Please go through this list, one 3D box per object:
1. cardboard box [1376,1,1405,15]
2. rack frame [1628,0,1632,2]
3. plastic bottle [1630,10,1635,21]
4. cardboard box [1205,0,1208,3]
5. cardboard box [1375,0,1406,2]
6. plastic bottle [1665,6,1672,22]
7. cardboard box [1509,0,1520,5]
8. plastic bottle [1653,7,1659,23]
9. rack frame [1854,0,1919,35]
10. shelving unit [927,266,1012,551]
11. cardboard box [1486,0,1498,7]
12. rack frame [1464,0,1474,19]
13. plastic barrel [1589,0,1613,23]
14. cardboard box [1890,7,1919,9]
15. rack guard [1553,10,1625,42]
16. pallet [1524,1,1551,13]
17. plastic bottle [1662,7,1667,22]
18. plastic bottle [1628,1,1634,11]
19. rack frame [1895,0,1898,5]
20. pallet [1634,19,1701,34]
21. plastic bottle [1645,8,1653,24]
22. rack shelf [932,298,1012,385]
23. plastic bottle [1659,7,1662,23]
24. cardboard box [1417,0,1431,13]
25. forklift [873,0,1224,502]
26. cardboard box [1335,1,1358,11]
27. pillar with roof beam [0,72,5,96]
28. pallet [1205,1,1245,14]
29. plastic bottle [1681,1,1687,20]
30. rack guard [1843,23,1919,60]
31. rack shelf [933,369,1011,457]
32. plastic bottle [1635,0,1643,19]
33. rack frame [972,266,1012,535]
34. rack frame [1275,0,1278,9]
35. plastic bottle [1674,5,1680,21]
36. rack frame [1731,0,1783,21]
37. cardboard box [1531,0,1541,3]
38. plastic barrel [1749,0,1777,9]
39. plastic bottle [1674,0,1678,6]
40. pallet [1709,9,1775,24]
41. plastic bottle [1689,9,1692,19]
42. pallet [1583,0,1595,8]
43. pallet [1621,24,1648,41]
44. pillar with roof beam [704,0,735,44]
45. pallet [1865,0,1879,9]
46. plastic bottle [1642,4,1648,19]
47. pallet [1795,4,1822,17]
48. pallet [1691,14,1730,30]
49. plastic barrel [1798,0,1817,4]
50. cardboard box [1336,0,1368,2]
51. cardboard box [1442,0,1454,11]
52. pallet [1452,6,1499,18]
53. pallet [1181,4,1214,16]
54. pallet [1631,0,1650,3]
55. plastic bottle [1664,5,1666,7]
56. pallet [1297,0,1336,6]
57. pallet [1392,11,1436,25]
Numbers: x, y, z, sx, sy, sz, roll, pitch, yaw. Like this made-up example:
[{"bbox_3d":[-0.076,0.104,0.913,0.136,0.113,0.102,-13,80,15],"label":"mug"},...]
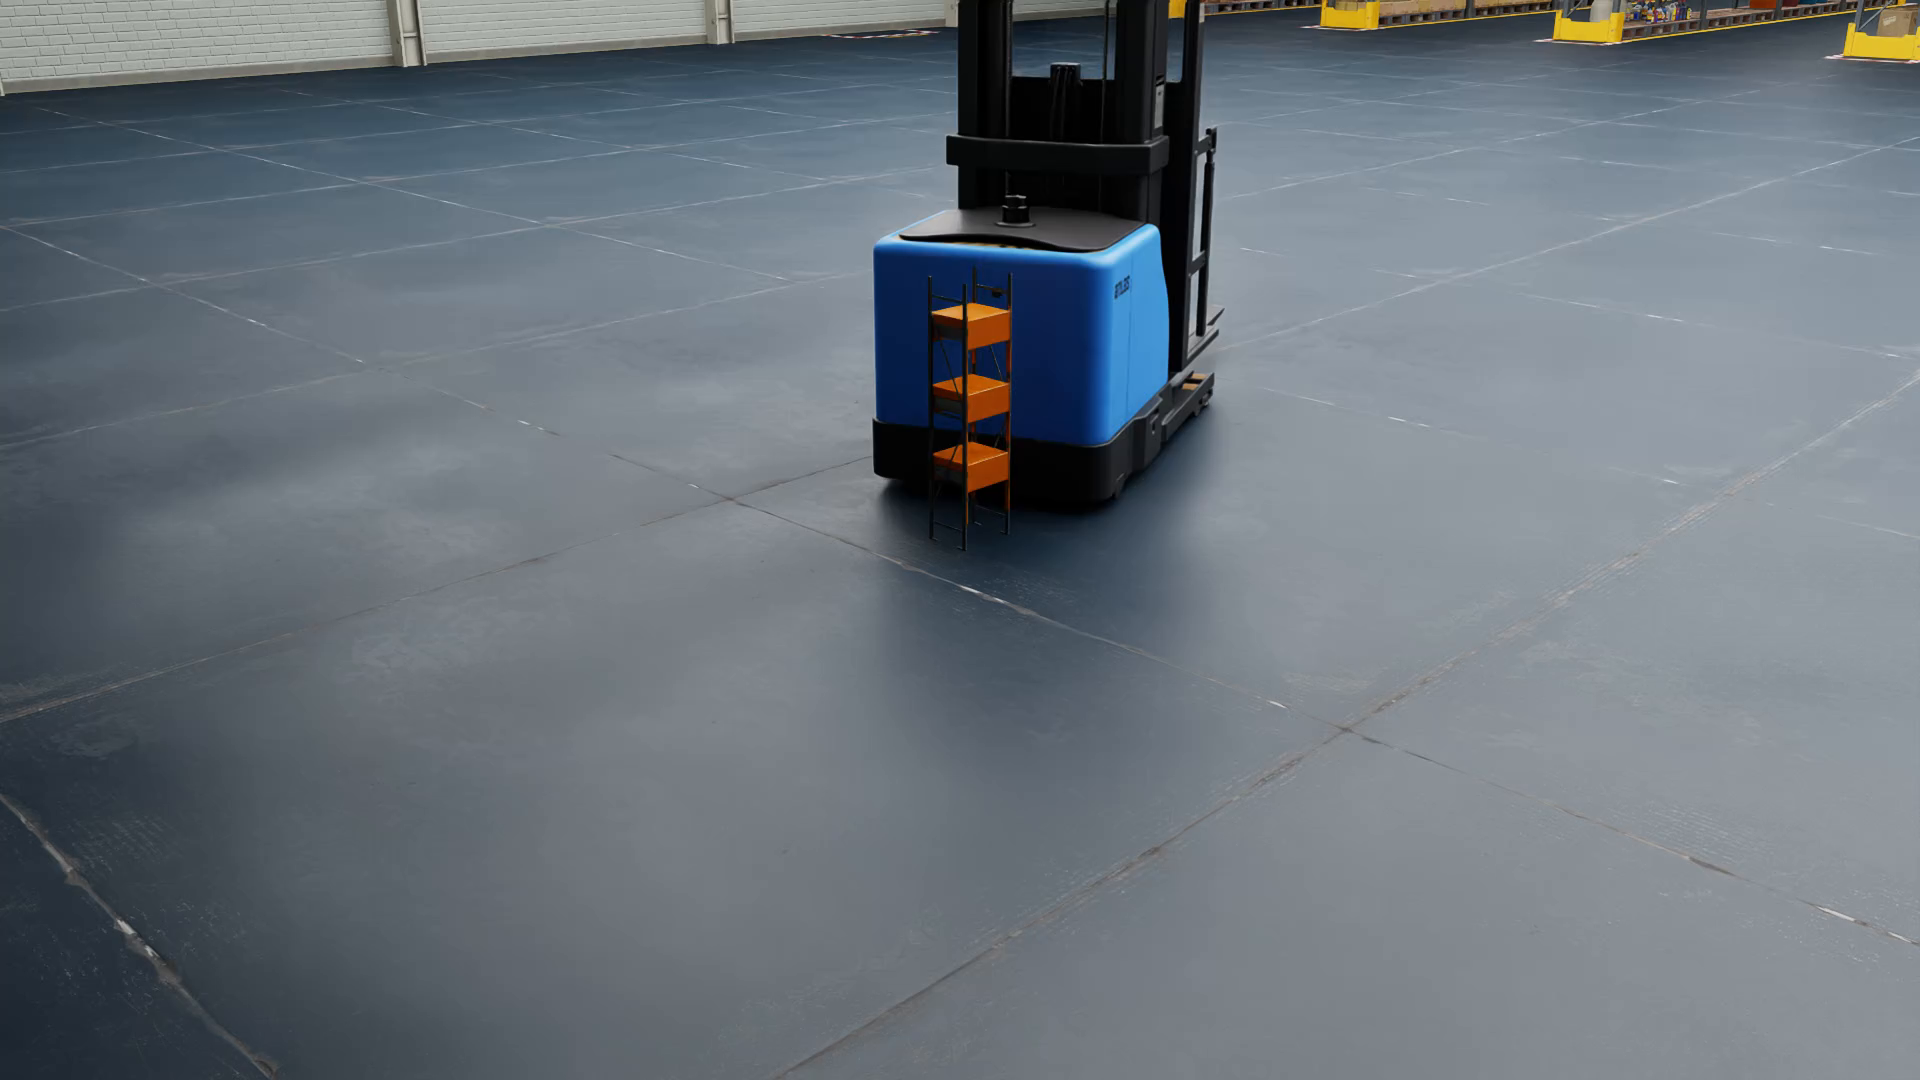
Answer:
[{"bbox_3d":[8.683,-10.803,33.746,0.500,0.250,0.500,19,28,41],"label":"cardboard box"},{"bbox_3d":[16.174,-14.763,40.803,1.000,3.000,0.127,19,28,41],"label":"rack frame"},{"bbox_3d":[12.838,-10.037,31.794,0.097,0.201,0.097,0,21,0],"label":"plastic bottle"},{"bbox_3d":[5.196,-12.169,37.190,0.500,0.311,0.500,-17,27,-38],"label":"cardboard box"},{"bbox_3d":[8.684,-11.152,33.611,0.500,0.500,0.500,19,28,41],"label":"cardboard box"},{"bbox_3d":[13.422,-9.989,31.566,0.135,0.276,0.152,-20,28,-41],"label":"plastic bottle"},{"bbox_3d":[12.125,-12.056,37.008,0.500,0.250,0.500,-20,28,-41],"label":"cardboard box"},{"bbox_3d":[13.008,-9.817,31.107,0.133,0.283,0.061,-20,28,-41],"label":"plastic bottle"},{"bbox_3d":[14.898,-9.198,26.325,1.000,3.000,0.127,19,28,41],"label":"rack frame"},{"bbox_3d":[0.037,-0.504,6.422,0.215,1.050,0.252,19,28,41],"label":"shelving unit"},{"bbox_3d":[11.410,-11.792,36.320,0.500,0.250,0.500,-19,28,-41],"label":"cardboard box"},{"bbox_3d":[10.593,-12.707,35.453,1.000,3.000,0.127,19,28,41],"label":"rack frame"},{"bbox_3d":[11.754,-9.661,30.411,0.421,0.512,0.421,0,21,0],"label":"plastic barrel"},{"bbox_3d":[15.738,-8.546,27.527,0.500,0.500,0.500,-12,24,-28],"label":"cardboard box"},{"bbox_3d":[11.369,-9.302,30.080,1.175,0.500,0.348,19,28,41],"label":"rack guard"},{"bbox_3d":[12.781,-12.231,38.103,1.003,0.211,1.213,19,28,41],"label":"pallet"},{"bbox_3d":[13.288,-9.924,31.402,0.097,0.271,0.097,0,21,0],"label":"plastic bottle"},{"bbox_3d":[12.851,-10.173,31.941,0.144,0.351,0.185,19,28,40],"label":"plastic bottle"},{"bbox_3d":[22.511,-14.551,40.250,1.000,3.000,0.127,19,28,41],"label":"rack frame"},{"bbox_3d":[13.641,-10.002,32.303,1.003,0.211,1.213,19,28,41],"label":"pallet"},{"bbox_3d":[12.837,-9.758,30.970,0.097,0.271,0.097,0,21,0],"label":"plastic bottle"},{"bbox_3d":[0.037,-0.759,6.324,0.215,0.259,0.240,19,28,41],"label":"rack shelf"},{"bbox_3d":[13.146,-9.871,31.266,0.097,0.271,0.097,0,21,0],"label":"plastic bottle"},{"bbox_3d":[9.384,-11.058,34.412,0.500,0.250,0.500,19,28,41],"label":"cardboard box"},{"bbox_3d":[0.630,-2.017,7.736,1.130,2.935,3.031,8,22,20],"label":"forklift"},{"bbox_3d":[7.965,-10.803,33.747,0.500,0.250,0.500,19,28,41],"label":"cardboard box"},{"bbox_3d":[-9.539,-8.867,17.102,9.100,9.000,0.400,19,28,41],"label":"pillar with roof beam"},{"bbox_3d":[5.747,-12.147,37.884,1.003,0.211,1.213,19,28,41],"label":"pallet"},{"bbox_3d":[13.897,-10.197,32.003,0.144,0.351,0.185,18,28,39],"label":"plastic bottle"},{"bbox_3d":[14.951,-8.051,26.824,1.175,0.500,0.348,19,28,41],"label":"rack guard"},{"bbox_3d":[0.037,-0.494,6.426,0.215,0.259,0.240,19,28,41],"label":"rack shelf"},{"bbox_3d":[13.148,-10.283,32.225,0.144,0.351,0.185,18,27,38],"label":"plastic bottle"},{"bbox_3d":[0.122,-0.535,6.504,0.200,1.050,0.008,19,28,41],"label":"rack frame"},{"bbox_3d":[7.041,-13.946,38.676,1.000,3.000,0.127,19,28,41],"label":"rack frame"},{"bbox_3d":[13.679,-10.064,31.750,0.133,0.283,0.061,-18,27,-39],"label":"plastic bottle"},{"bbox_3d":[16.930,-12.494,34.900,1.000,3.000,0.127,19,28,41],"label":"rack frame"},{"bbox_3d":[12.834,-12.318,37.688,0.500,0.250,0.500,19,28,40],"label":"cardboard box"},{"bbox_3d":[17.259,-11.807,35.552,0.600,0.830,0.708,19,28,41],"label":"plastic barrel"},{"bbox_3d":[13.794,-10.233,32.097,0.144,0.351,0.185,19,28,41],"label":"plastic bottle"},{"bbox_3d":[16.362,-11.003,34.907,1.003,0.211,1.213,19,28,41],"label":"pallet"},{"bbox_3d":[14.110,-10.194,32.202,0.097,0.201,0.097,0,21,0],"label":"plastic bottle"},{"bbox_3d":[14.783,-12.928,39.915,1.003,0.211,1.213,19,28,41],"label":"pallet"},{"bbox_3d":[11.939,-9.375,30.671,1.003,0.211,1.213,19,28,41],"label":"pallet"},{"bbox_3d":[-1.167,-11.952,25.127,9.100,9.000,0.400,19,28,41],"label":"pillar with roof beam"},{"bbox_3d":[21.057,-12.735,39.412,1.003,0.211,1.213,19,28,41],"label":"pallet"},{"bbox_3d":[13.265,-10.227,32.190,0.097,0.271,0.097,0,21,0],"label":"plastic bottle"},{"bbox_3d":[18.301,-11.718,36.767,1.003,0.211,1.213,19,28,41],"label":"pallet"},{"bbox_3d":[14.660,-10.376,33.276,1.003,0.211,1.213,19,28,41],"label":"pallet"},{"bbox_3d":[18.835,-12.421,37.050,0.600,0.901,0.708,19,28,41],"label":"plastic barrel"},{"bbox_3d":[7.964,-11.153,33.614,0.500,0.500,0.500,19,28,41],"label":"cardboard box"},{"bbox_3d":[10.070,-11.319,35.090,0.500,0.250,0.500,19,28,41],"label":"cardboard box"},{"bbox_3d":[11.079,-11.604,36.471,1.003,0.211,1.213,19,28,41],"label":"pallet"},{"bbox_3d":[4.896,-11.835,37.072,1.003,0.211,1.213,19,28,41],"label":"pallet"},{"bbox_3d":[16.654,-13.638,41.762,1.003,0.211,1.213,19,28,41],"label":"pallet"},{"bbox_3d":[13.446,-10.052,31.720,0.061,0.283,0.133,19,28,41],"label":"plastic bottle"},{"bbox_3d":[8.435,-13.160,40.518,1.003,0.211,1.213,19,28,41],"label":"pallet"},{"bbox_3d":[9.157,-10.896,34.629,1.003,0.211,1.213,19,28,41],"label":"pallet"}]
